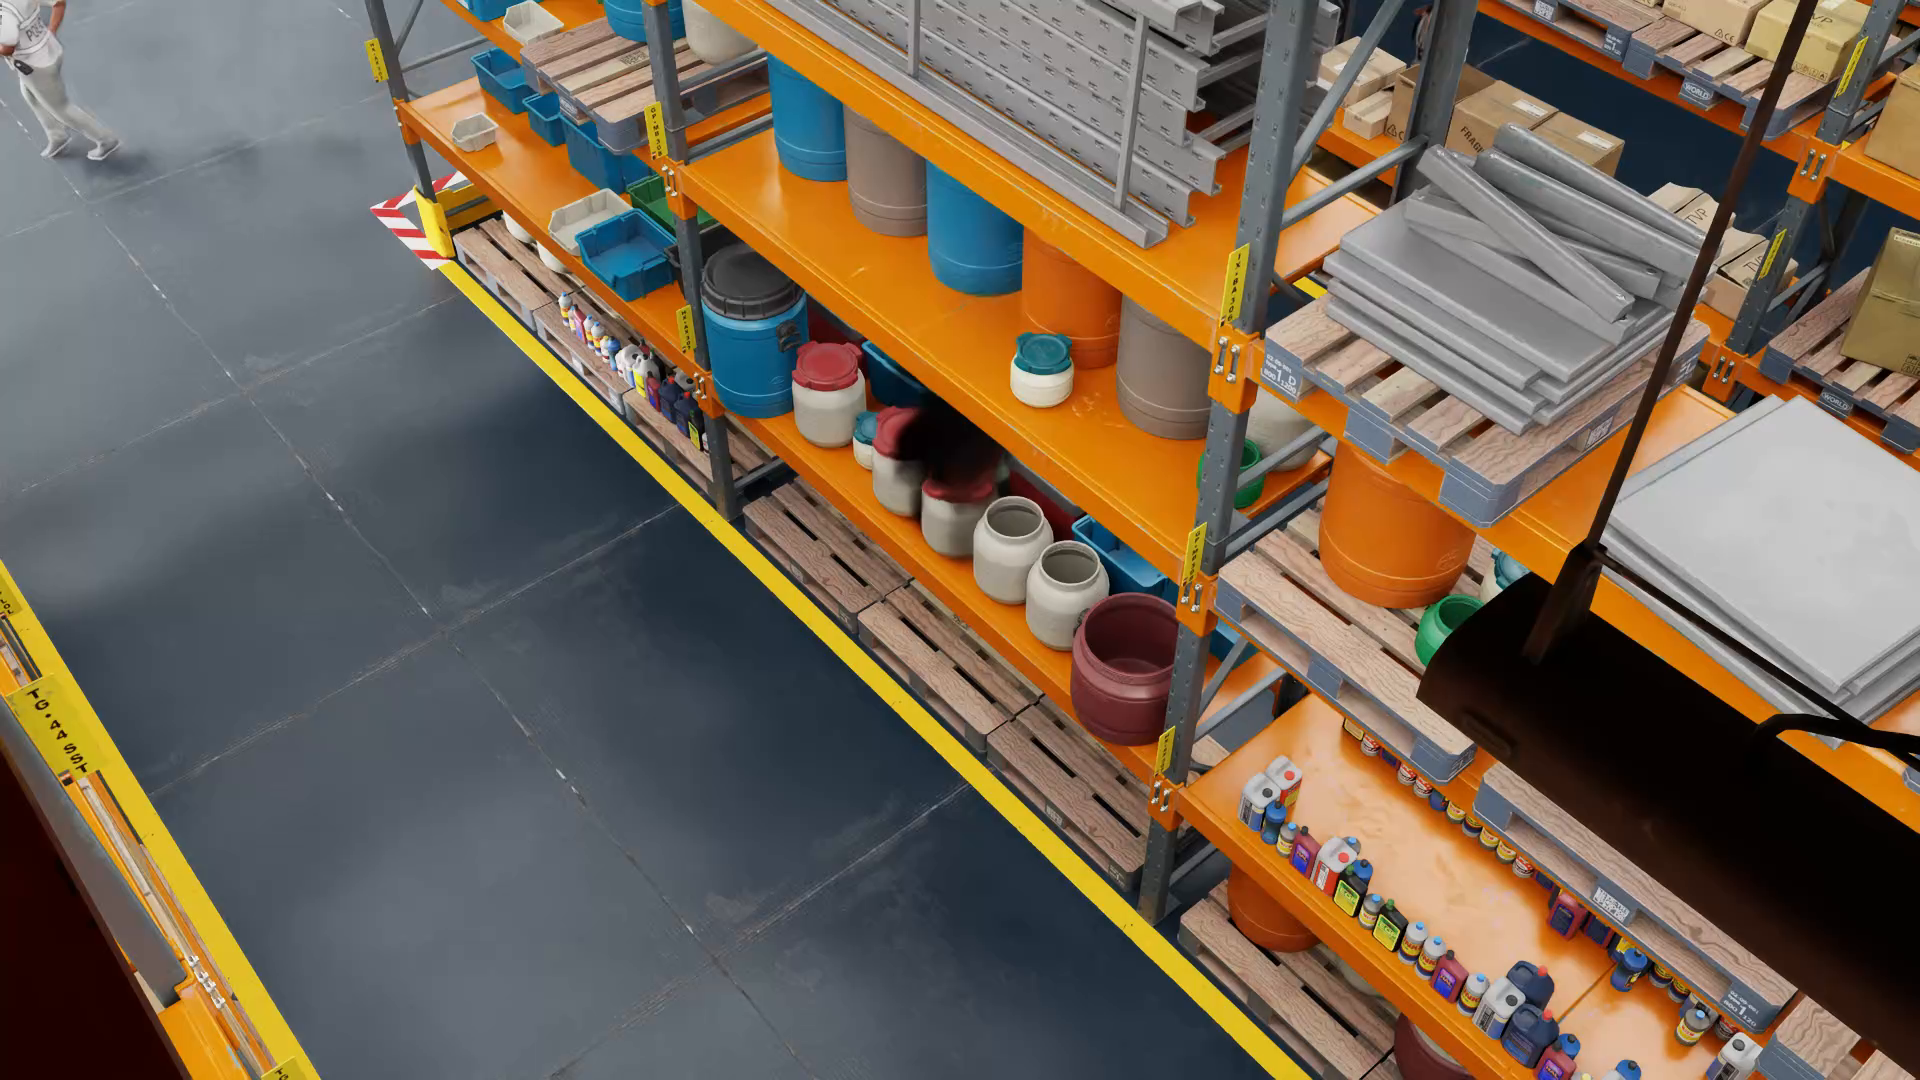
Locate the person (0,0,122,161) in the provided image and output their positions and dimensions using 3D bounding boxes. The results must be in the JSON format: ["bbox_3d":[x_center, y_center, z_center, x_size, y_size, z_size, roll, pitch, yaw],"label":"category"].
[{"bbox_3d":[-7.413,-3.827,13.398,0.775,1.841,0.644,-4,47,-4],"label":"person"}]

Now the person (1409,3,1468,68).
[{"bbox_3d":[3.890,-3.901,13.504,0.873,1.666,0.606,35,55,28],"label":"person"}]
